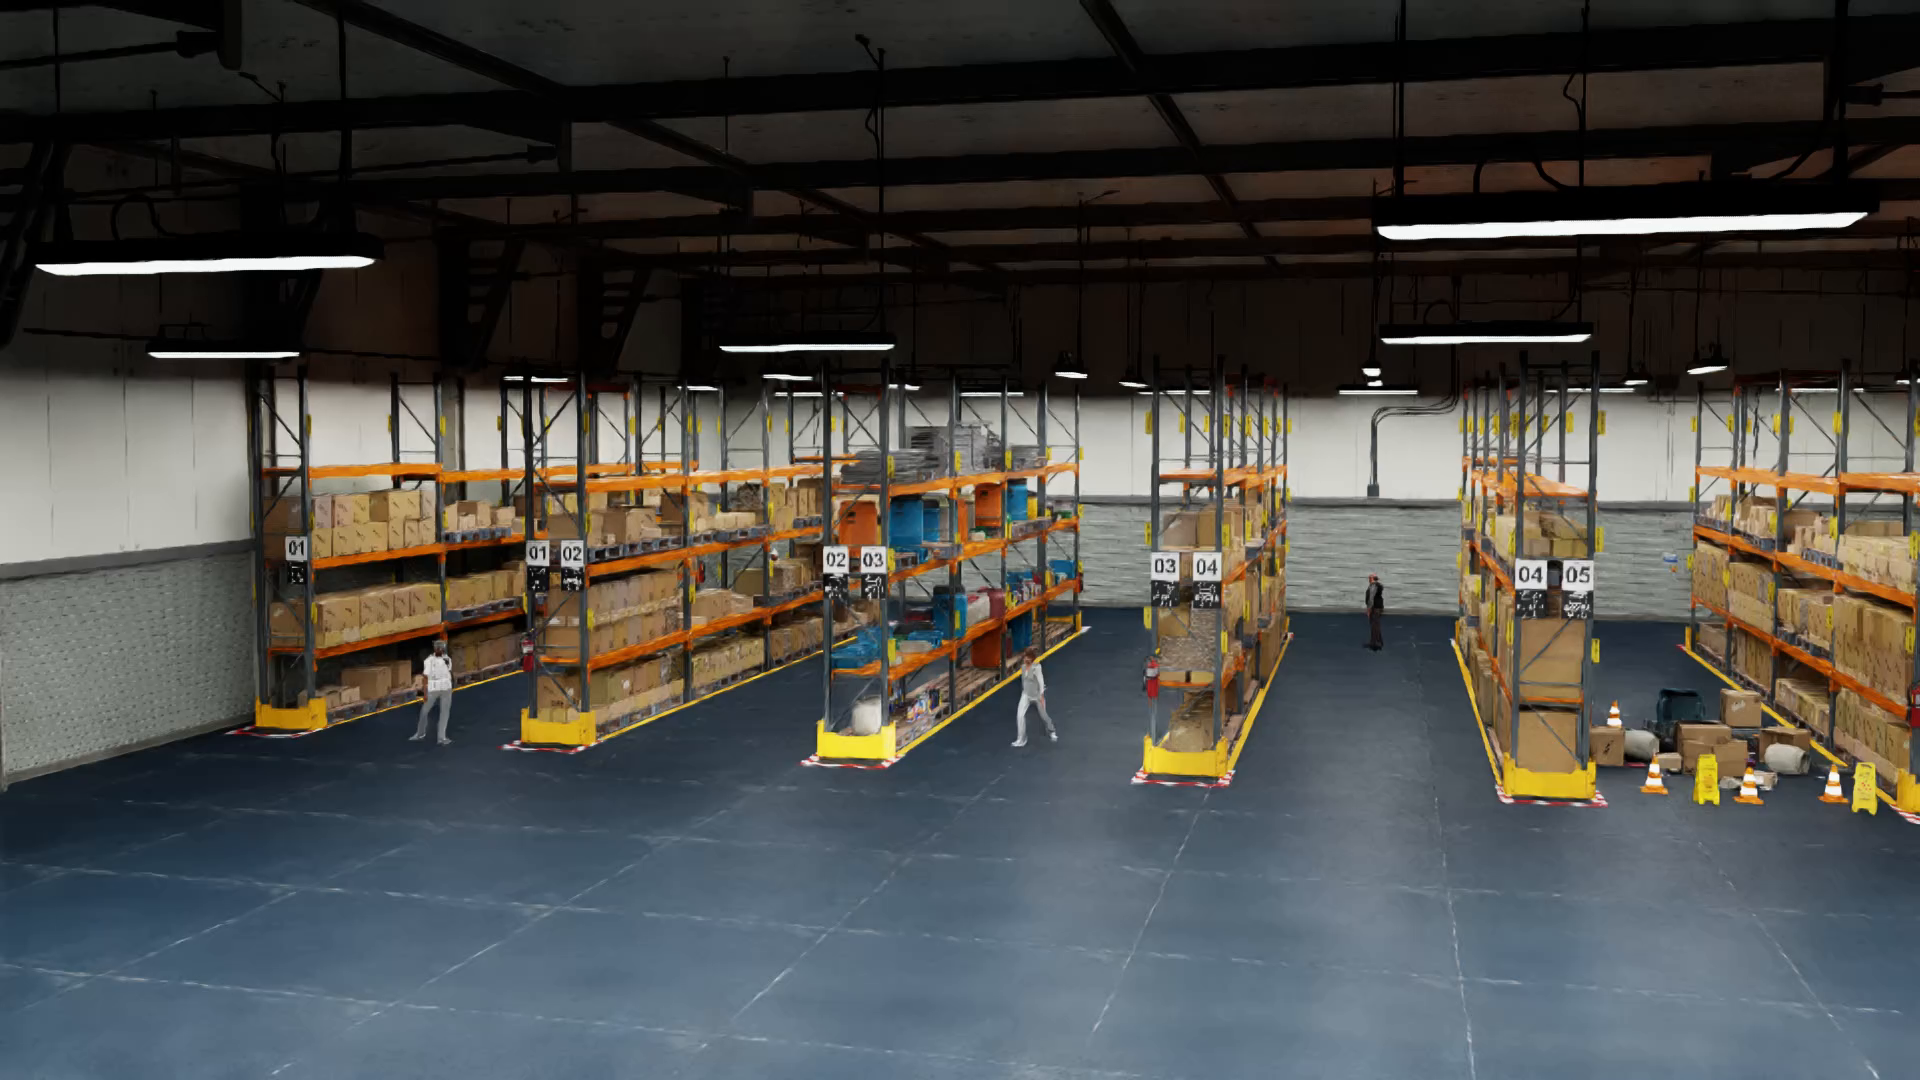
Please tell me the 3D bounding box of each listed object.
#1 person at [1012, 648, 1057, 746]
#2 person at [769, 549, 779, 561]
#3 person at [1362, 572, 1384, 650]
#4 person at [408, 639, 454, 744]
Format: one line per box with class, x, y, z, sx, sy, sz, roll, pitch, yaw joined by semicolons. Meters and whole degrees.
person;1.180;2.434;26.020;0.462;1.531;0.866;3;5;36
person;-4.890;1.102;44.119;0.702;1.735;0.549;1;4;12
person;9.239;1.564;37.178;0.553;1.720;0.606;2;5;30
person;-8.315;2.377;26.133;0.673;1.663;0.505;-2;5;-31
